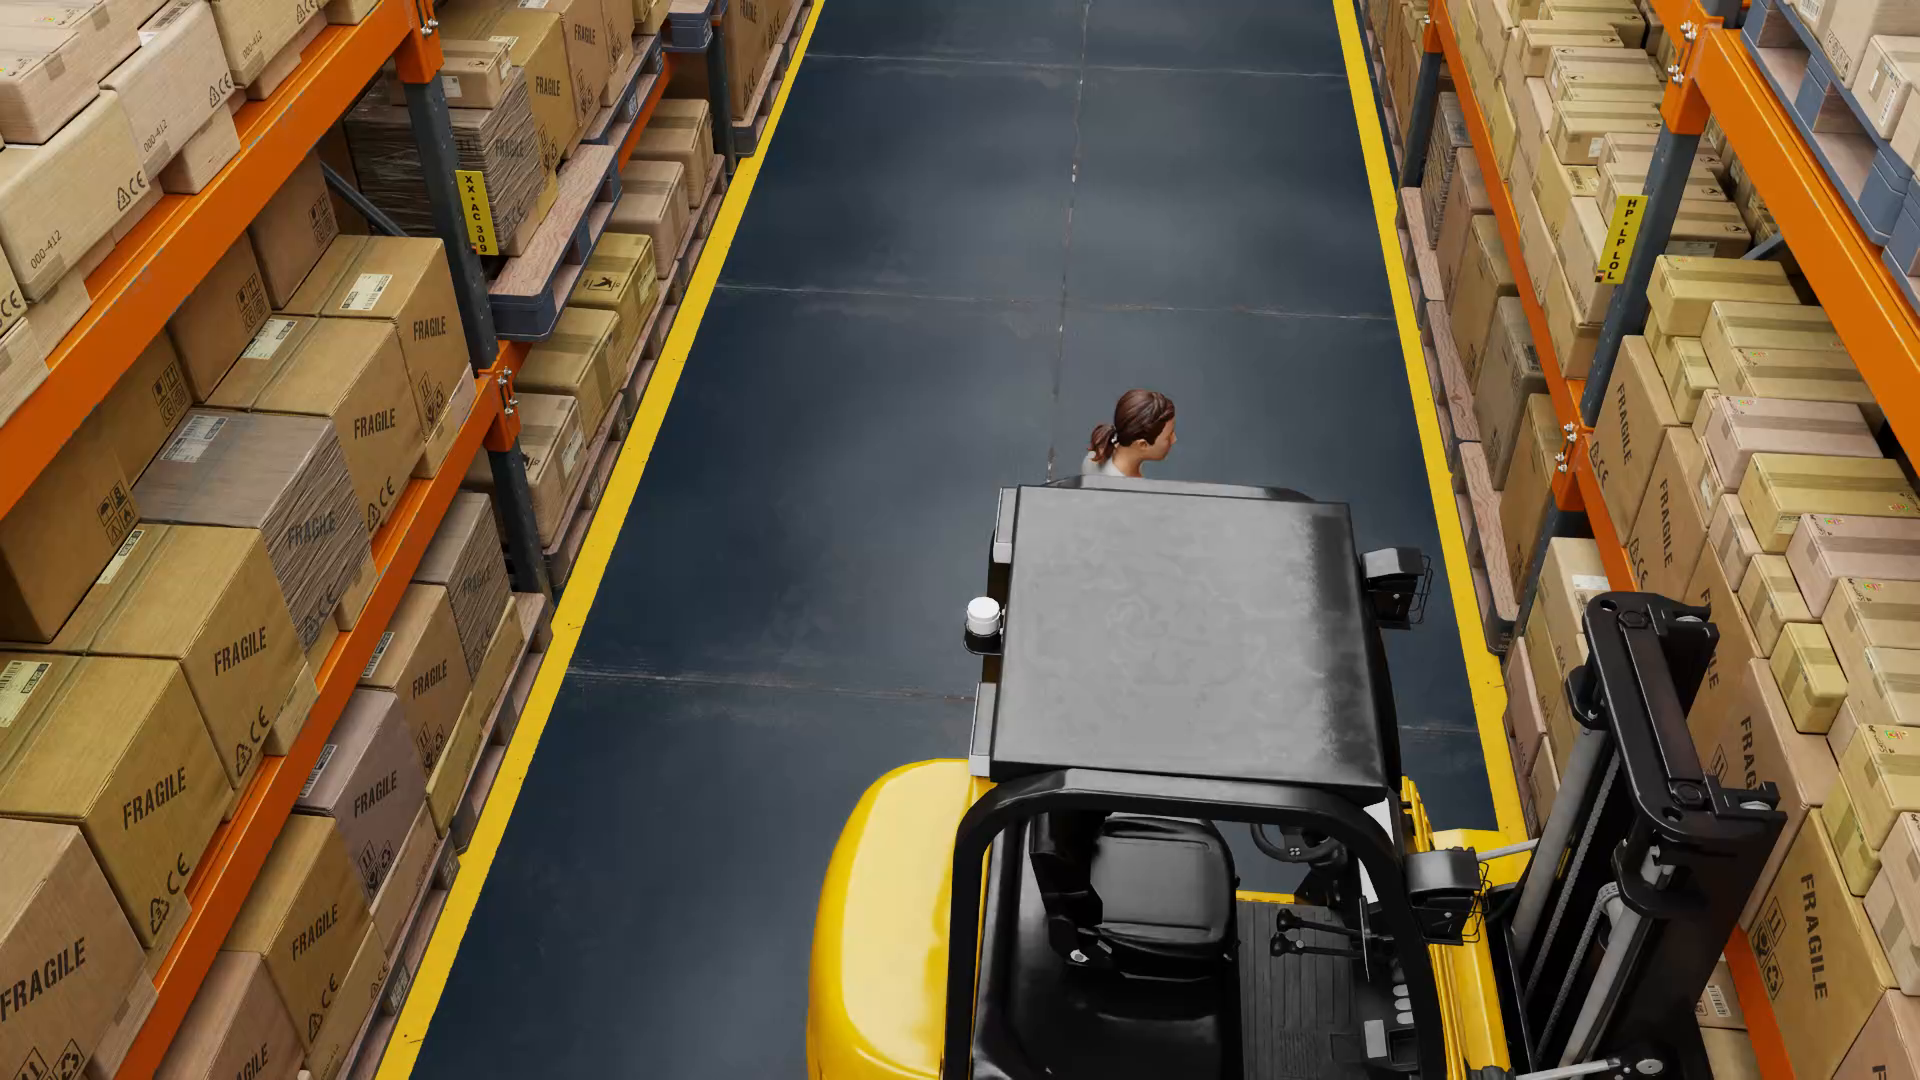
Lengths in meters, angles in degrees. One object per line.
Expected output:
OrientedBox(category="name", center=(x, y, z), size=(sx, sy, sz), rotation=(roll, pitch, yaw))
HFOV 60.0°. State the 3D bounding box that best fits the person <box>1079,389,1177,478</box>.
OrientedBox(category="person", center=(0.555, 0.172, 5.955), size=(0.358, 1.672, 0.485), rotation=(3, 40, 3))
